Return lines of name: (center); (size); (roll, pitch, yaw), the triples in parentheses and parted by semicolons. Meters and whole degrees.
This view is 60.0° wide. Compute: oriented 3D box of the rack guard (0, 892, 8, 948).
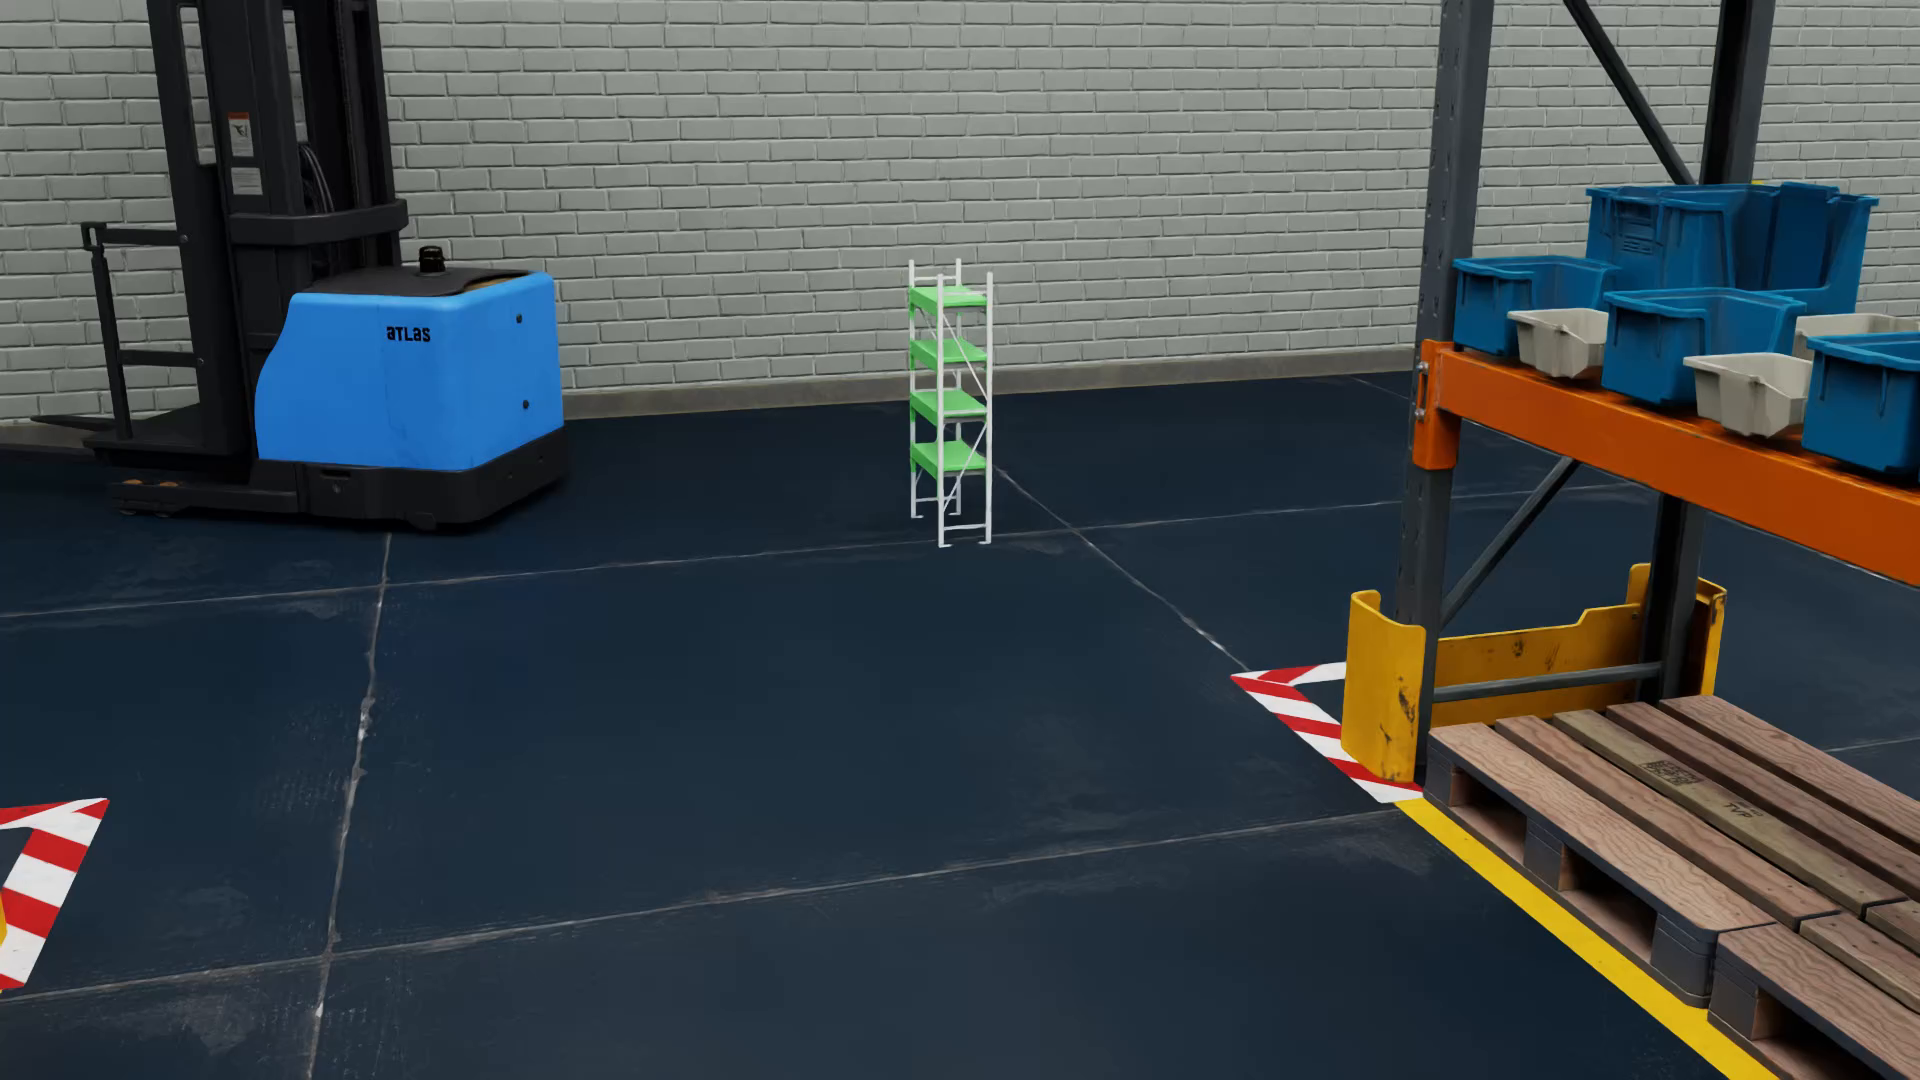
rack guard: (-2.923, 0.822, 3.846); (1.175, 0.500, 0.348); (-5, 17, -15)

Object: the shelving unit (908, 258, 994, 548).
shelving unit: (-0.045, -0.620, 7.432); (0.258, 1.200, 0.503); (-5, 17, -15)

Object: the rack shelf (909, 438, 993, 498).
rack shelf: (-0.045, -0.329, 7.519); (0.258, 0.148, 0.480); (-5, 17, -15)

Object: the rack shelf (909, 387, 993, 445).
rack shelf: (-0.045, -0.559, 7.450); (0.258, 0.148, 0.480); (-5, 17, -15)

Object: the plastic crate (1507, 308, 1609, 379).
plastic crate: (1.579, -0.499, 4.255); (0.250, 0.136, 0.298); (-5, 17, -15)

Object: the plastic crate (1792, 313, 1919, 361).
plastic crate: (2.218, -0.478, 4.183); (0.396, 0.136, 0.243); (-5, 17, -15)

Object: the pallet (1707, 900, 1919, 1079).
pallet: (2.341, 1.117, 3.367); (1.003, 0.211, 1.213); (-5, 17, -15)

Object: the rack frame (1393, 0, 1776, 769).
rack frame: (1.820, -0.787, 4.857); (1.000, 3.000, 0.127); (-5, 17, -15)

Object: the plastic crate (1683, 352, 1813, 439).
plastic crate: (1.766, -0.312, 3.630); (0.250, 0.136, 0.298); (-5, 17, -15)

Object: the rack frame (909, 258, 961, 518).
rack frame: (-0.113, -0.688, 7.657); (0.240, 1.200, 0.015); (-5, 17, -15)

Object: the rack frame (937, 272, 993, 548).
rack frame: (0.022, -0.553, 7.207); (0.240, 1.200, 0.015); (-5, 17, -15)

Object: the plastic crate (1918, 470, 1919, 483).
plastic crate: (2.015, -0.194, 3.069); (0.416, 0.233, 0.300); (-5, 17, -15)

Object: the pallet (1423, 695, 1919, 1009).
pallet: (2.009, 0.780, 4.488); (1.003, 0.211, 1.213); (-5, 17, -15)

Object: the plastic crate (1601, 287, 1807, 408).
plastic crate: (1.752, -0.459, 3.952); (0.416, 0.233, 0.300); (-5, 17, -15)

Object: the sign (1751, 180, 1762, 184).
sign: (2.344, -0.913, 4.993); (0.100, 0.325, 0.005); (-5, 17, -15)

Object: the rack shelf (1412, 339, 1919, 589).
rack shelf: (2.369, 0.111, 3.119); (1.077, 0.370, 4.000); (-5, 17, -15)

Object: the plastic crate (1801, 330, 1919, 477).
plastic crate: (1.933, -0.277, 3.346); (0.416, 0.233, 0.300); (-5, 17, -15)

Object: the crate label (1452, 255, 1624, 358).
crate label: (1.571, -0.641, 4.558); (0.416, 0.233, 0.303); (-5, 17, -15)

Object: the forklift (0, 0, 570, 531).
forklift: (-3.527, -1.652, 7.856); (3.031, 2.935, 1.130); (4, 17, 13)

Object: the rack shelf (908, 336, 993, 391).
rack shelf: (-0.045, -0.789, 7.381); (0.258, 0.148, 0.480); (-5, 17, -15)

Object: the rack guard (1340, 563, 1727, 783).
rack guard: (1.801, 0.405, 5.235); (1.175, 0.500, 0.348); (-5, 17, -15)

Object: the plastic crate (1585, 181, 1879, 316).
plastic crate: (2.091, -0.754, 4.584); (0.616, 0.435, 0.499); (-5, 17, -15)

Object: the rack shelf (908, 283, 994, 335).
rack shelf: (-0.045, -1.019, 7.312); (0.258, 0.148, 0.480); (-5, 17, -15)
